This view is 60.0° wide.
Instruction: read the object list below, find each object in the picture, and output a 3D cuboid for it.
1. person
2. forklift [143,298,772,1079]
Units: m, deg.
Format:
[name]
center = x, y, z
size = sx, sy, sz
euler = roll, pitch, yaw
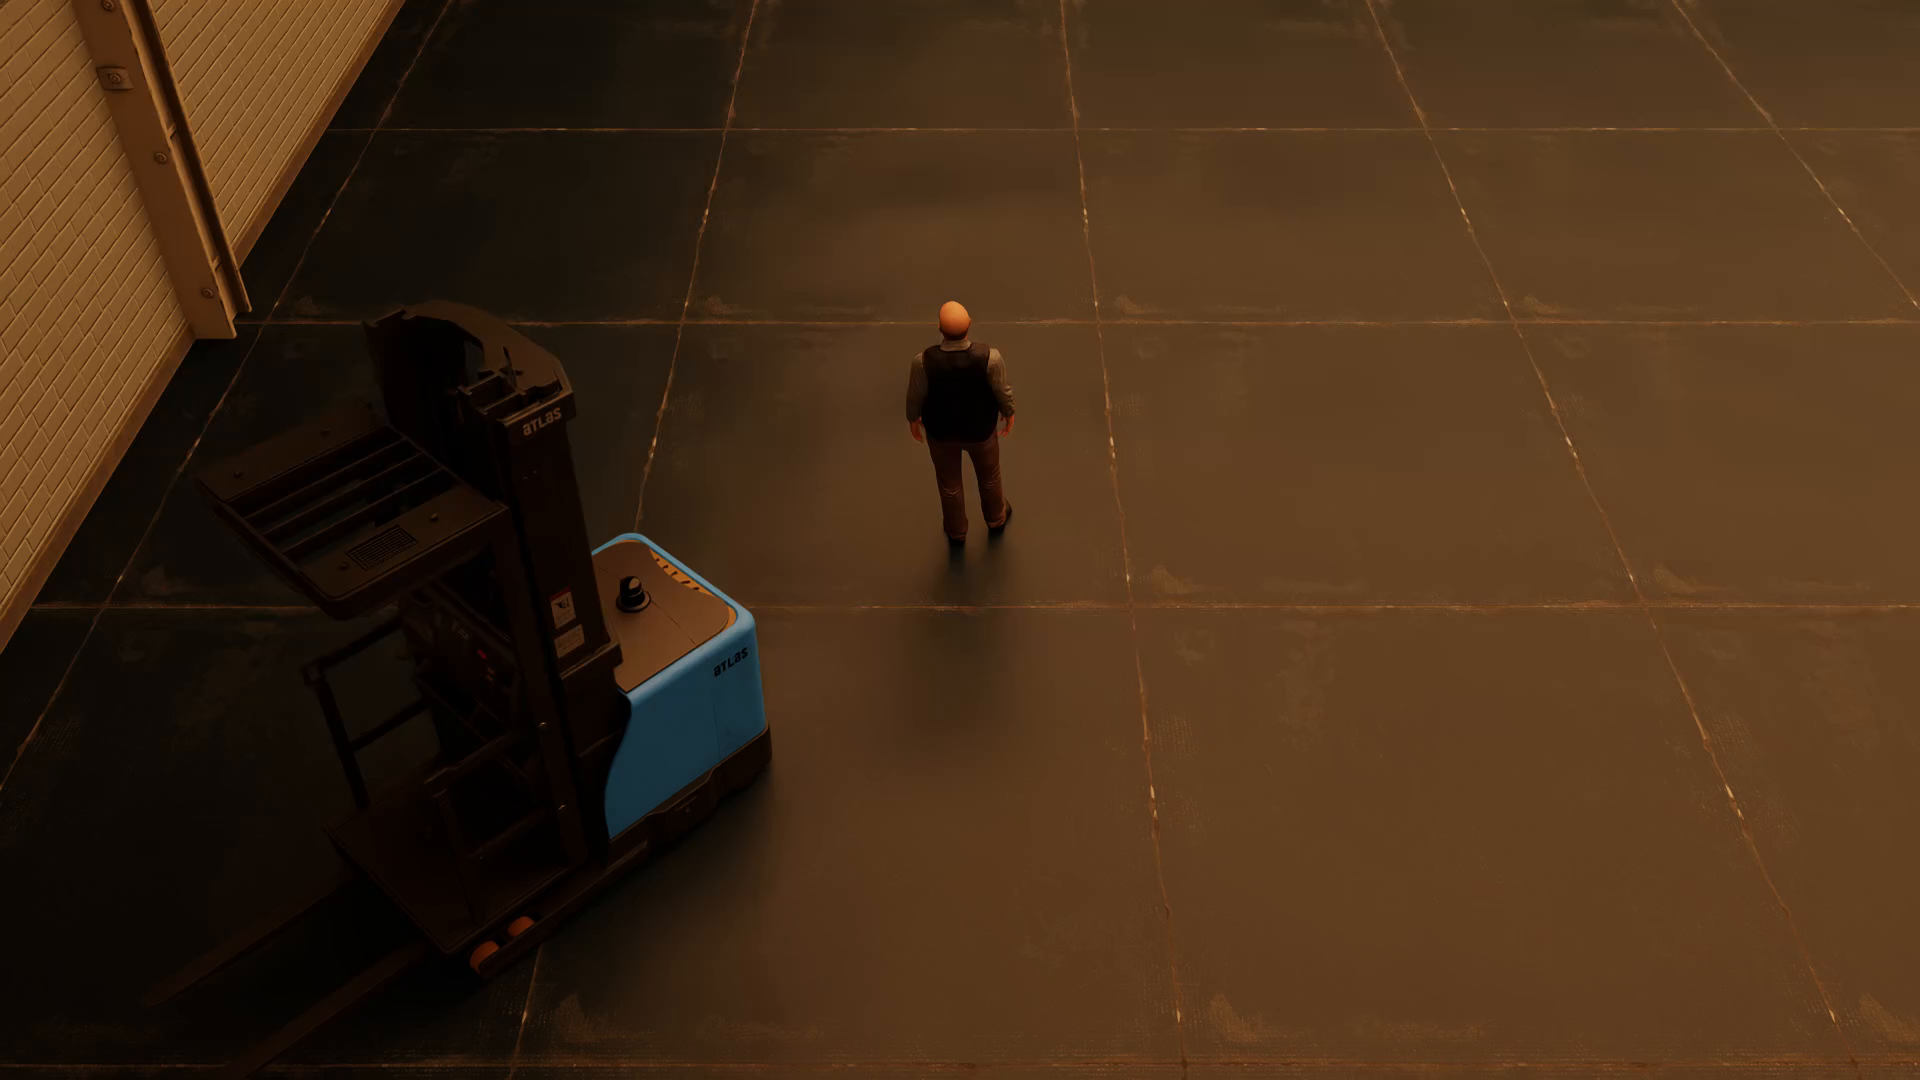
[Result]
[person]
center = 0.007, -0.699, 9.647
size = 0.633, 1.722, 0.566
euler = 0, 41, 0
[forklift]
center = -2.367, 0.551, 7.278
size = 1.130, 2.935, 3.031
euler = 32, 50, 32
